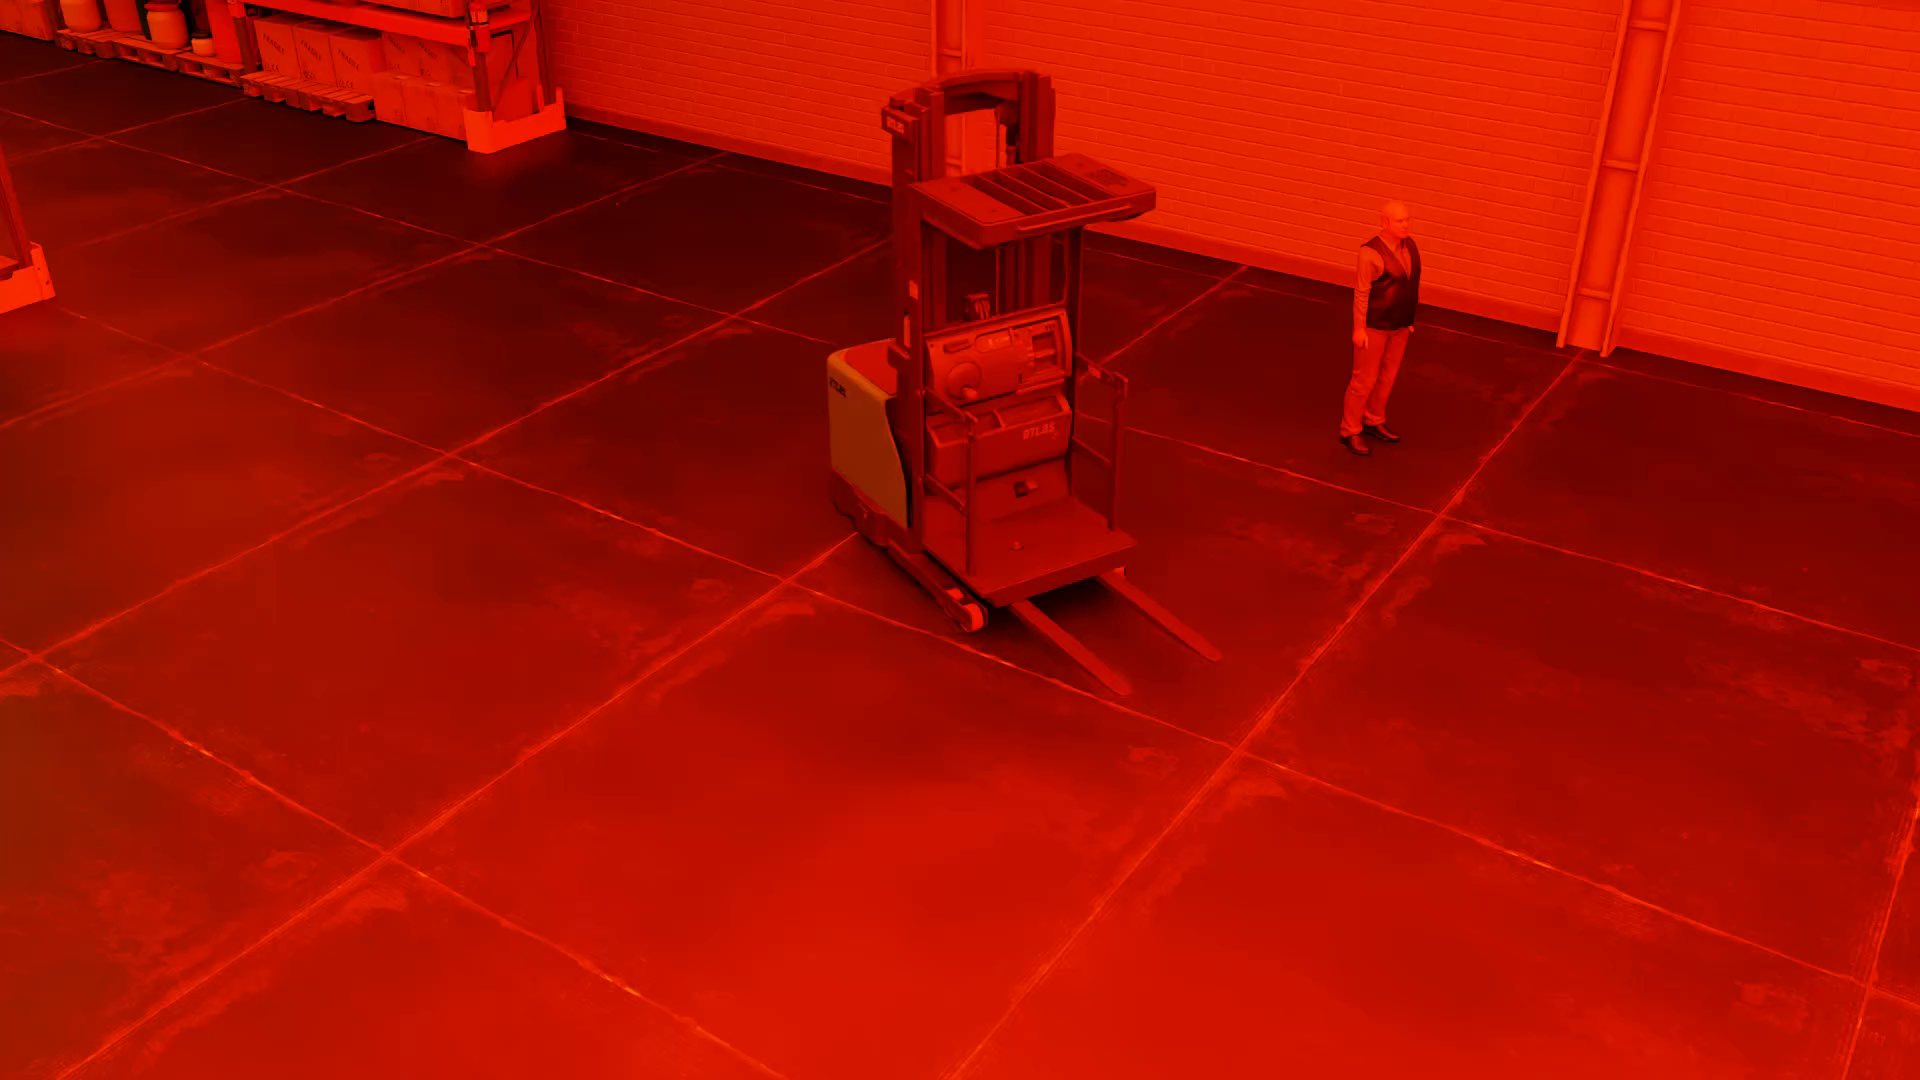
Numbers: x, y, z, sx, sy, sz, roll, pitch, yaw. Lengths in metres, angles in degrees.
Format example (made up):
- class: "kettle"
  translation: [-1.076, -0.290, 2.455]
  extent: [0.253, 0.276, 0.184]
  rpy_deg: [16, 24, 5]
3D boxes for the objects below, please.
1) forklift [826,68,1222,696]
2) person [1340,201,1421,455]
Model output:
- class: "forklift"
  translation: [0.344, -1.003, 9.308]
  extent: [1.130, 2.935, 3.031]
  rpy_deg: [-17, 34, -27]
- class: "person"
  translation: [2.877, -1.452, 11.286]
  extent: [0.530, 1.725, 0.360]
  rpy_deg: [-20, 36, -30]
